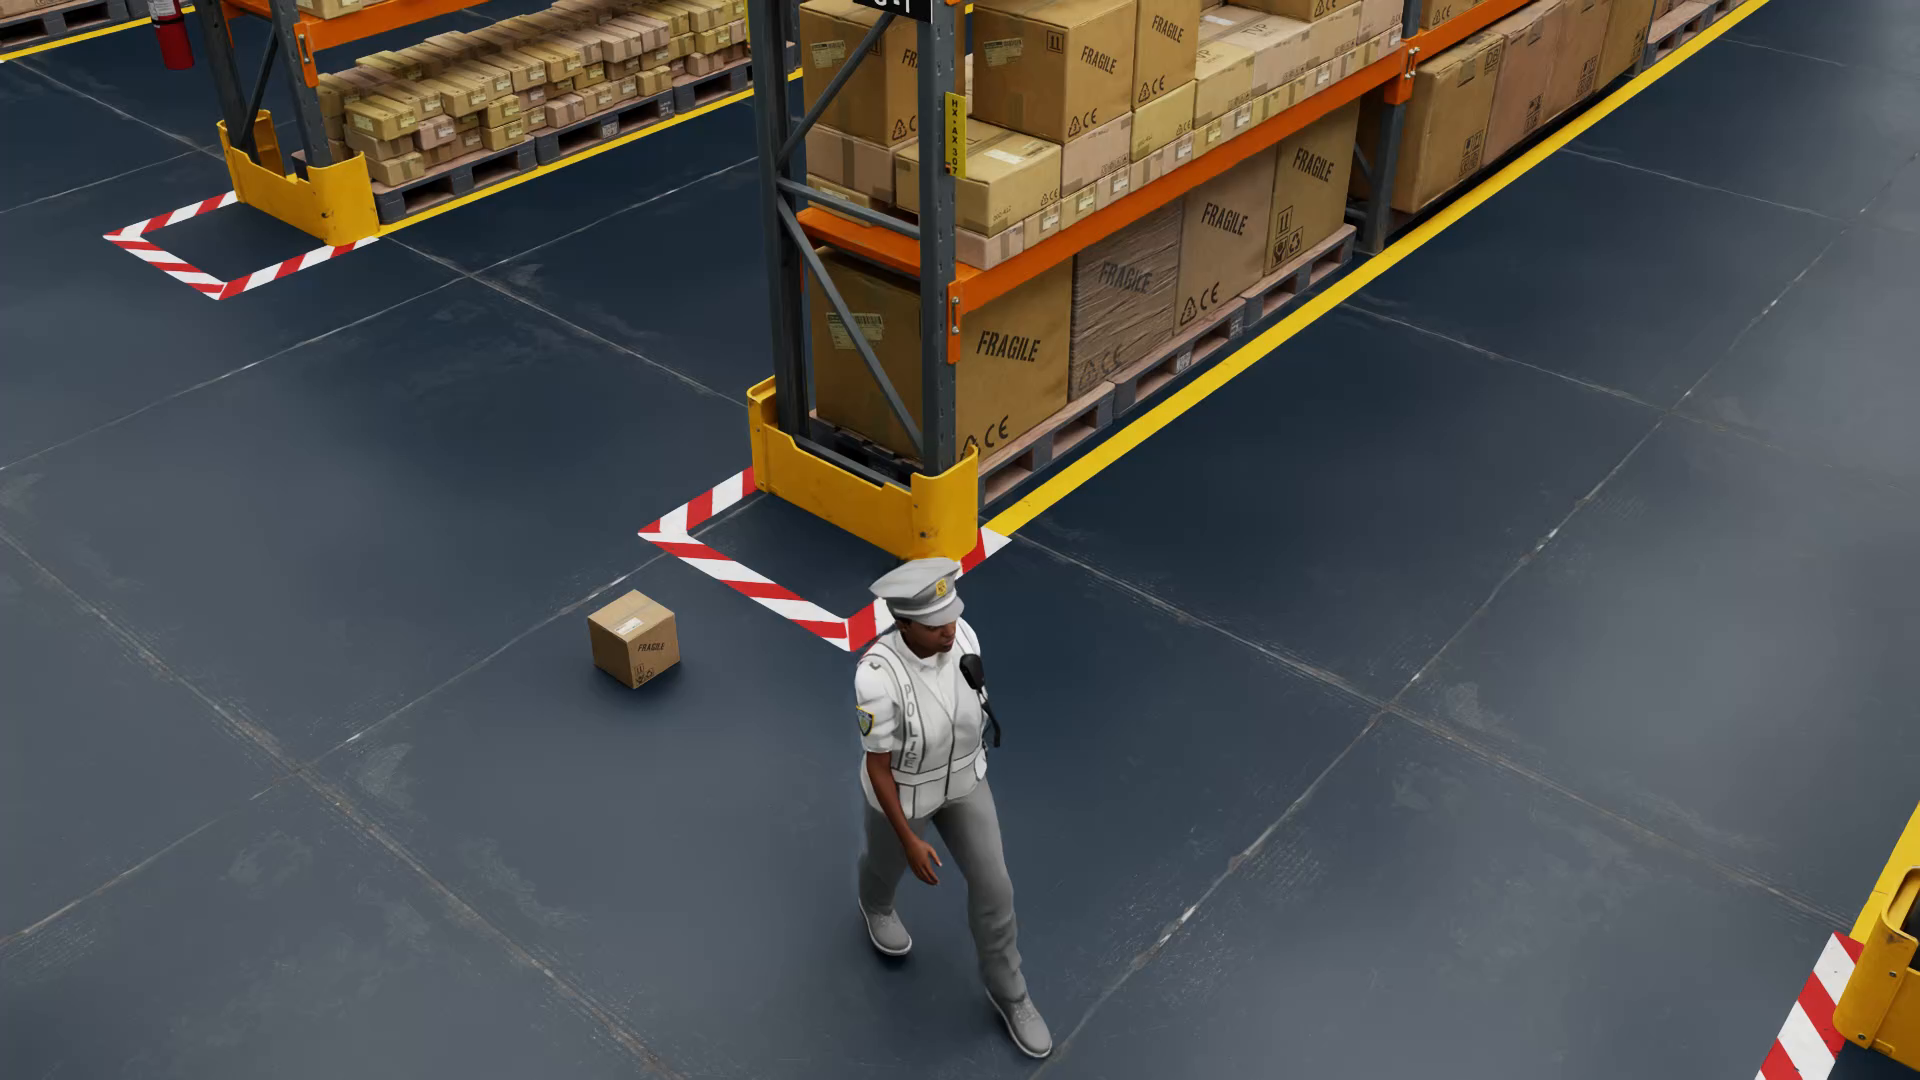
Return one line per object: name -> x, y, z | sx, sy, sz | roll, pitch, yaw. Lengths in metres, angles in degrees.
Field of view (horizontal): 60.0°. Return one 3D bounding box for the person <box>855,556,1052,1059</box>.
person -> -0.067, 0.783, 5.008 | 0.460, 1.683, 0.858 | -21, 40, -27
